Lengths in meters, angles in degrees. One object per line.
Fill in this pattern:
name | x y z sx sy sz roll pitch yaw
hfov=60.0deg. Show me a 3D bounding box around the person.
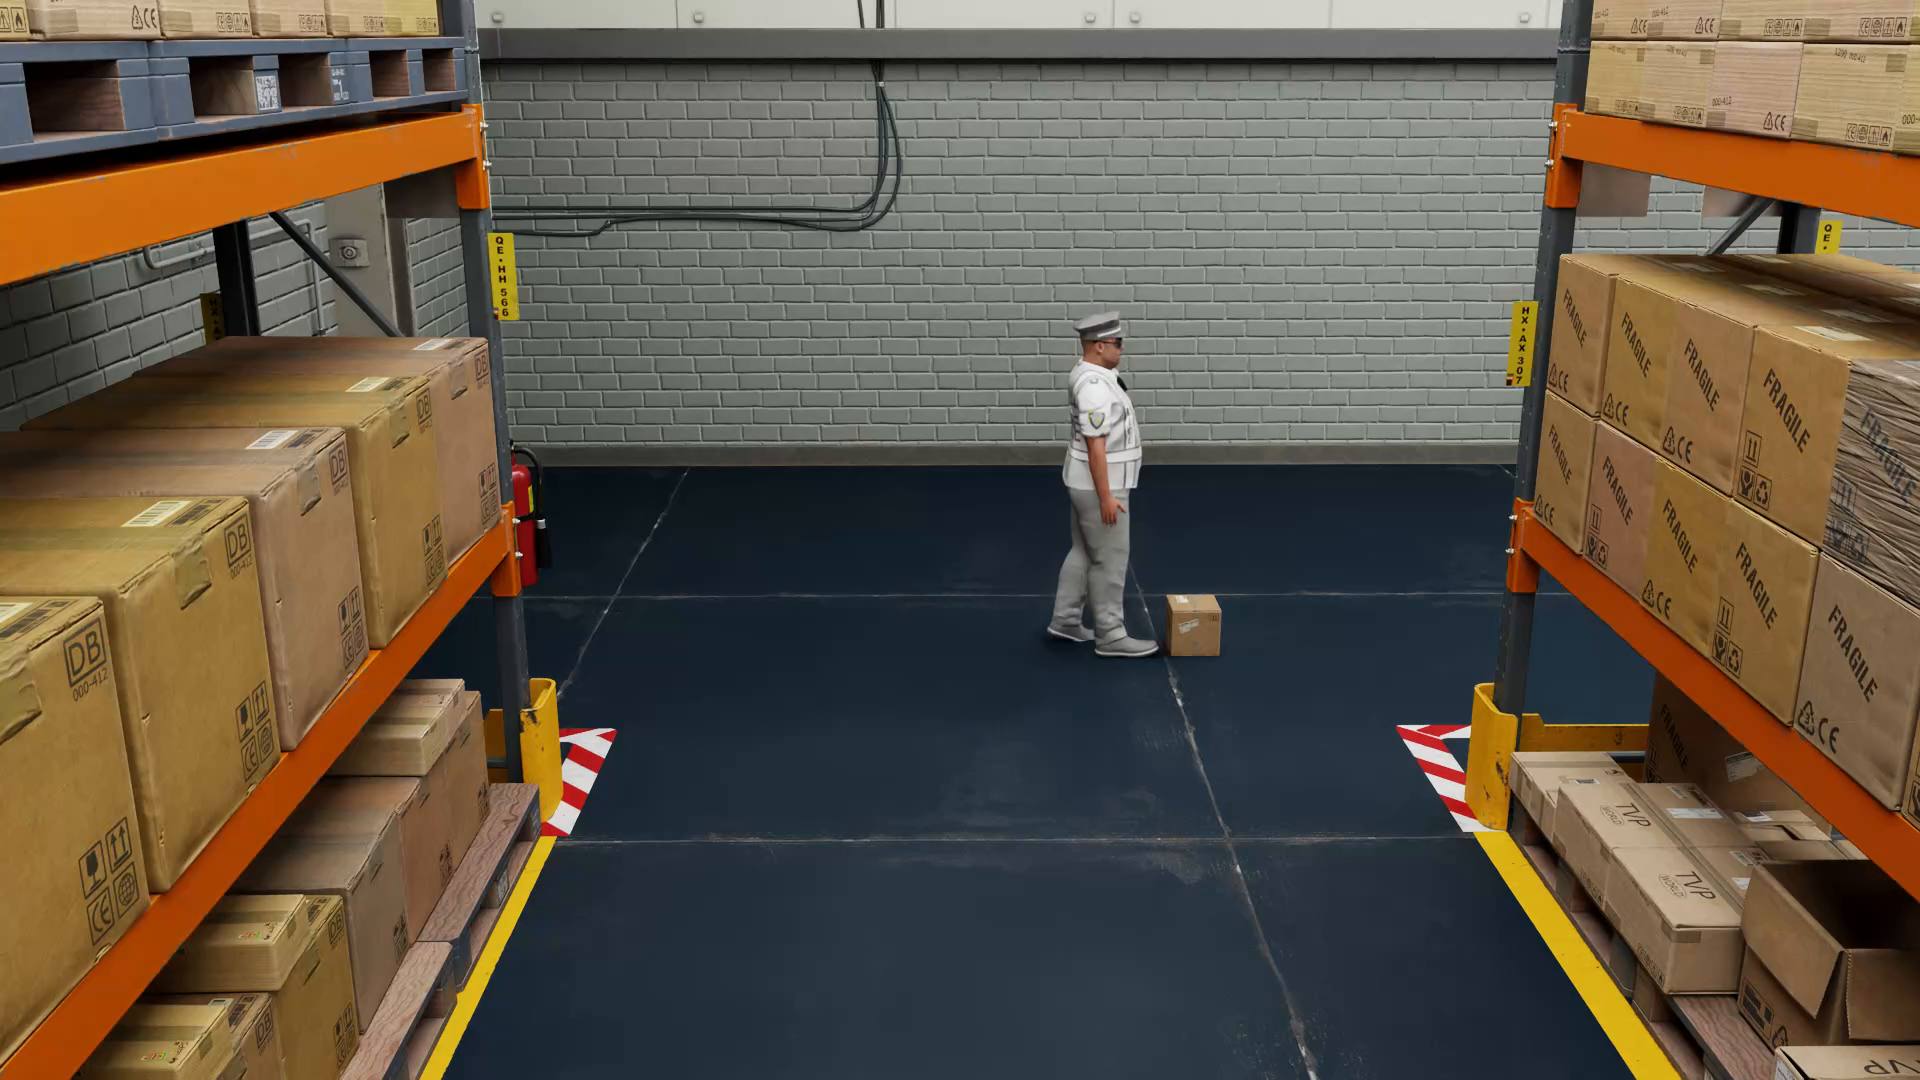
person | 0.741 -0.266 8.426 0.566 1.797 0.539 0 17 0
